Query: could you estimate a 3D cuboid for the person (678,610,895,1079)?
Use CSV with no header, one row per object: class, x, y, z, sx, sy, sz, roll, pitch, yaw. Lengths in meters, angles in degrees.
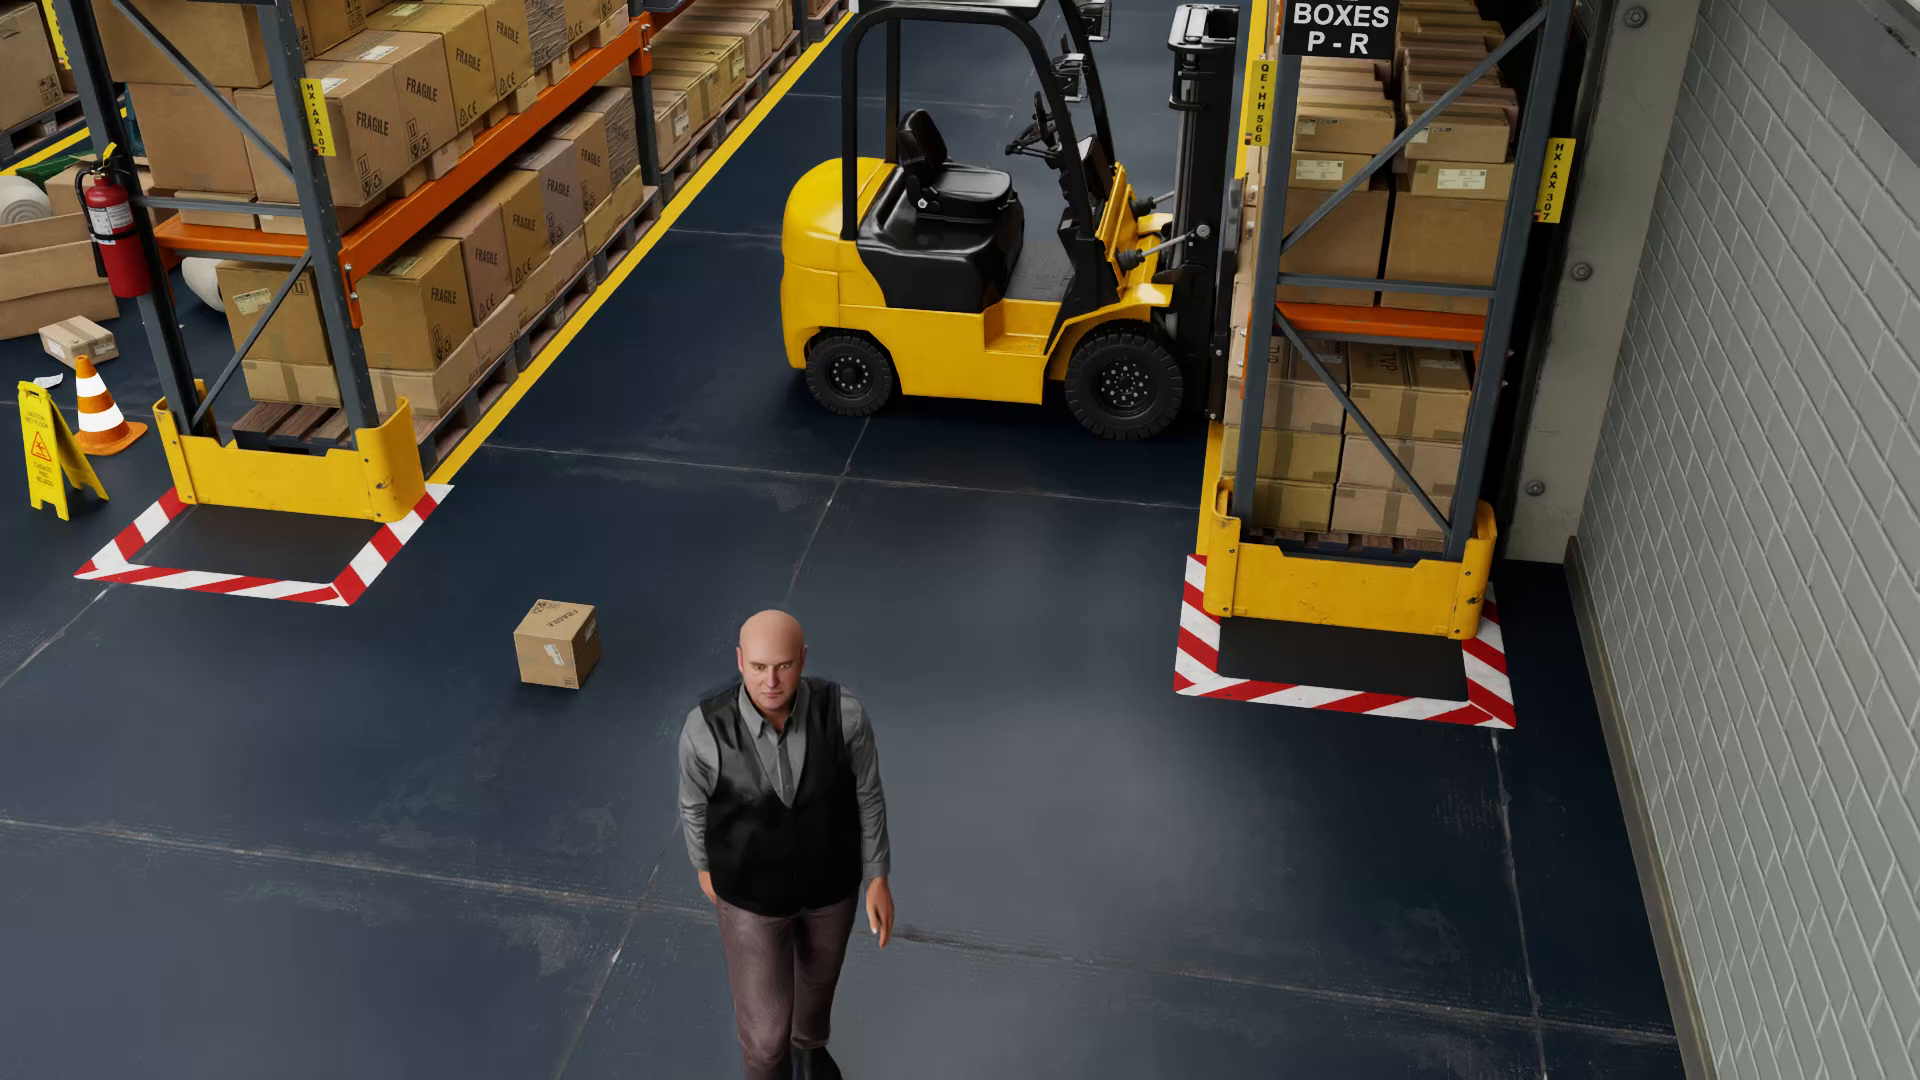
person,-0.459,0.994,4.606,0.540,1.780,0.525,-10,34,-16
